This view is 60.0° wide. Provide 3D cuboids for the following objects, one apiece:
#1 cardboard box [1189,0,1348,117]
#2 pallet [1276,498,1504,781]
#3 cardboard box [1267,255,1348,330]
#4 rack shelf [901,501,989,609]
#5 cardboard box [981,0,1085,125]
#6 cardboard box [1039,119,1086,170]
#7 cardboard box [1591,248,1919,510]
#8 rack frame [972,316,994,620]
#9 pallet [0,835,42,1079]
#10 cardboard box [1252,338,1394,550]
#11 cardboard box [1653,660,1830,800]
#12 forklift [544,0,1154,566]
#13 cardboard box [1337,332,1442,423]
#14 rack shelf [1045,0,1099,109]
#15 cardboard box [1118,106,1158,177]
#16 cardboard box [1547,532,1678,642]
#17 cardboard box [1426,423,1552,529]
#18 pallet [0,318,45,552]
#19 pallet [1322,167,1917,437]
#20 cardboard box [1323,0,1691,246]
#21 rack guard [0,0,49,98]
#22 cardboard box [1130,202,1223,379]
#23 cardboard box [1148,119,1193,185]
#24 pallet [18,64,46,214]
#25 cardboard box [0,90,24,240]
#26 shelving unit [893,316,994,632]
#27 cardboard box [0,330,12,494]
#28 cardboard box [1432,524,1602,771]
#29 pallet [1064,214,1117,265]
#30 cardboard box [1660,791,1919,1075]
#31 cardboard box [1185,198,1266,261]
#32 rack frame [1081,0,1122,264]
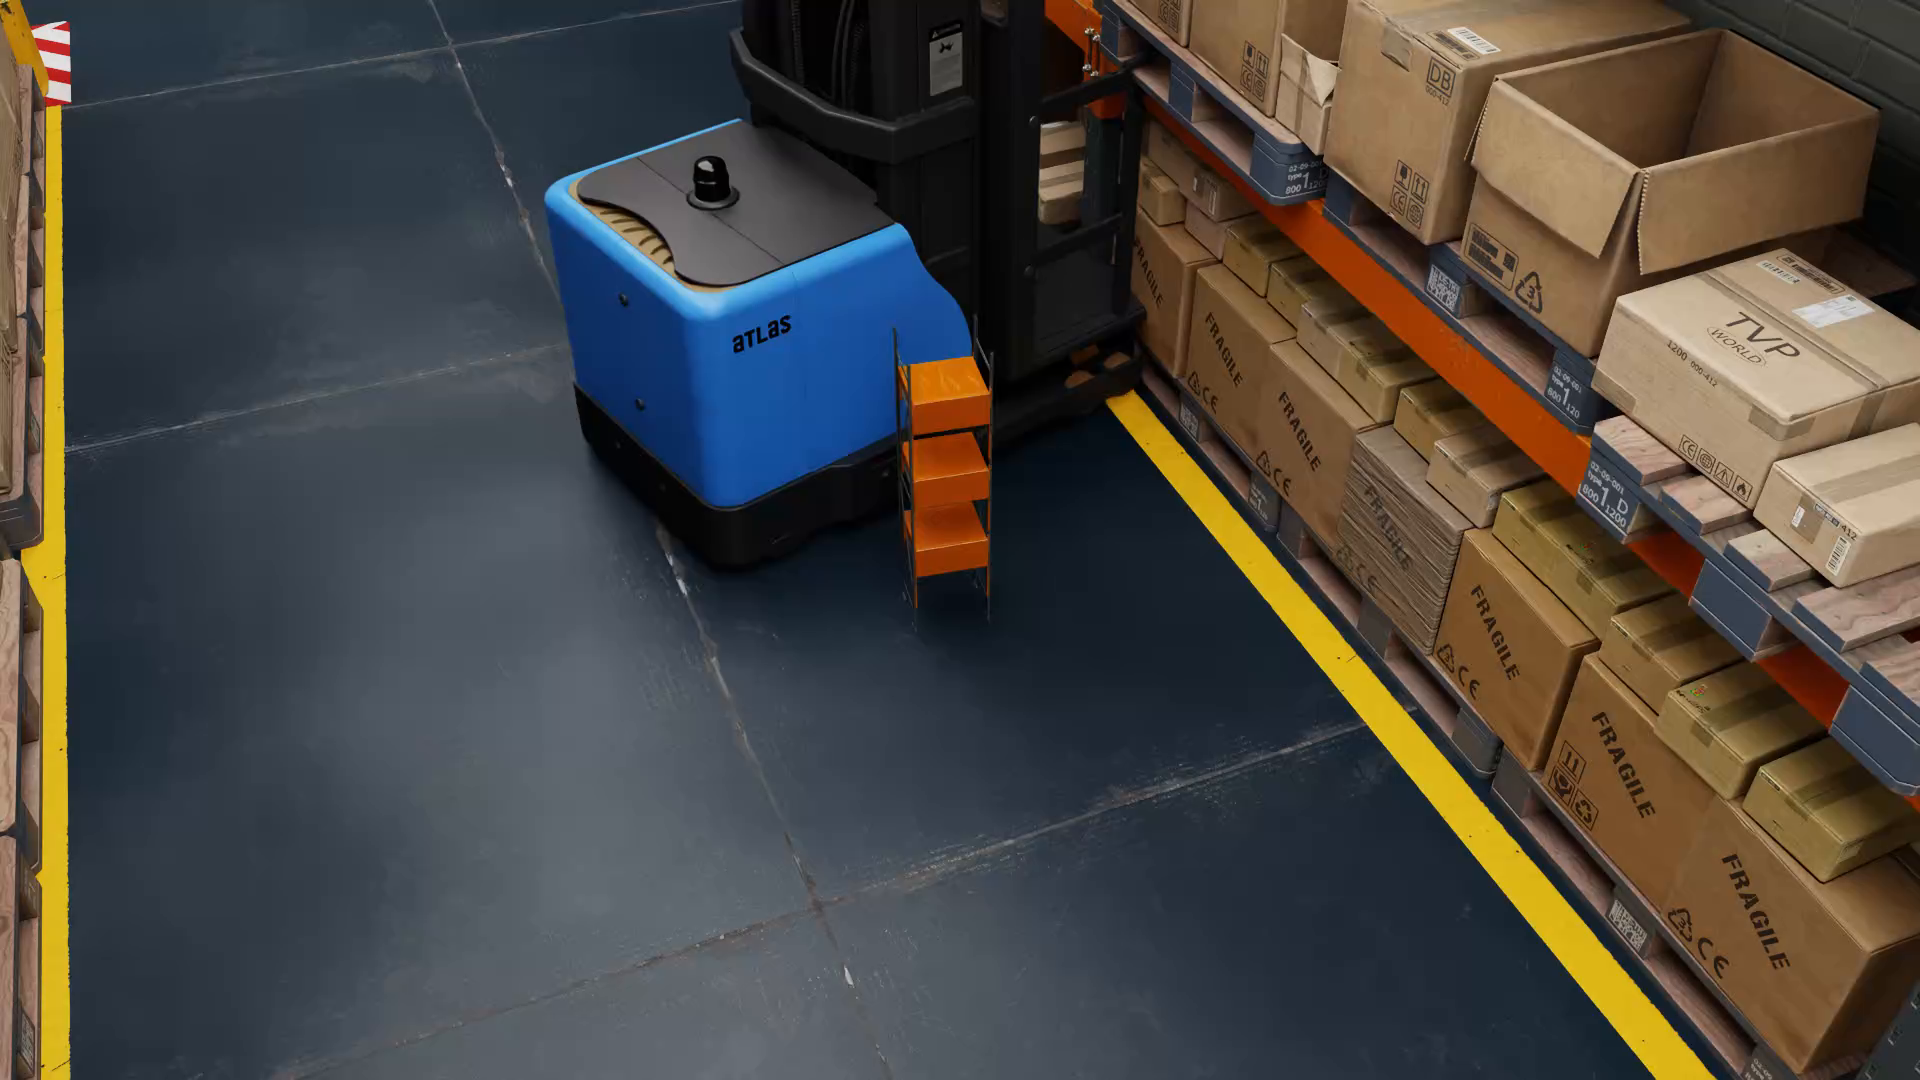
[{"bbox_3d":[1.133,-1.659,4.980,0.700,0.500,0.500,-15,43,-16],"label":"cardboard box"},{"bbox_3d":[1.773,0.153,5.411,1.003,0.211,1.213,-15,43,-17],"label":"pallet"},{"bbox_3d":[1.251,-0.835,5.518,0.380,0.149,0.250,-16,43,-18],"label":"cardboard box"},{"bbox_3d":[-0.049,0.038,5.343,0.240,0.259,0.215,-9,42,-11],"label":"rack shelf"},{"bbox_3d":[0.260,-2.200,7.603,0.700,0.500,0.500,-17,43,-18],"label":"cardboard box"},{"bbox_3d":[0.335,-1.721,7.226,0.396,0.266,0.258,-14,43,-15],"label":"cardboard box"},{"bbox_3d":[1.784,-0.369,3.671,0.500,0.250,0.500,-17,44,-19],"label":"cardboard box"},{"bbox_3d":[0.069,-0.200,5.177,0.008,1.050,0.200,-9,42,-11],"label":"rack frame"},{"bbox_3d":[-2.793,1.359,4.008,1.003,0.211,1.213,-15,43,-17],"label":"pallet"},{"bbox_3d":[1.333,-0.365,5.469,0.500,0.500,0.500,-16,43,-18],"label":"cardboard box"},{"bbox_3d":[1.931,0.440,4.035,0.380,0.149,0.250,-17,44,-19],"label":"cardboard box"},{"bbox_3d":[0.078,-1.827,5.627,3.031,2.935,1.130,-28,48,-28],"label":"forklift"},{"bbox_3d":[1.405,-0.525,5.158,0.380,0.149,0.250,-14,43,-15],"label":"cardboard box"},{"bbox_3d":[0.191,-3.053,7.552,1.077,0.370,4.000,-15,43,-17],"label":"rack shelf"},{"bbox_3d":[0.922,-1.718,7.187,0.500,0.311,0.500,-14,43,-15],"label":"cardboard box"},{"bbox_3d":[1.811,0.100,4.431,0.380,0.149,0.250,-14,43,-16],"label":"cardboard box"},{"bbox_3d":[1.582,-0.209,4.790,0.380,0.149,0.250,-17,44,-19],"label":"cardboard box"},{"bbox_3d":[-3.847,-0.301,5.938,1.003,0.211,1.213,-15,43,-17],"label":"pallet"},{"bbox_3d":[1.738,-0.809,4.538,1.003,0.211,1.213,-15,43,-17],"label":"pallet"},{"bbox_3d":[1.433,-1.186,4.430,0.700,0.500,0.500,-15,43,-17],"label":"cardboard box"},{"bbox_3d":[-5.168,-2.357,8.107,1.175,0.500,0.348,-15,43,-17],"label":"rack guard"},{"bbox_3d":[0.933,-0.985,6.190,0.500,0.500,0.500,-13,42,-15],"label":"cardboard box"},{"bbox_3d":[0.904,-1.424,5.975,0.380,0.149,0.250,-16,43,-18],"label":"cardboard box"},{"bbox_3d":[-4.781,-1.771,7.647,1.003,0.211,1.213,-15,43,-17],"label":"pallet"},{"bbox_3d":[-4.456,-1.556,6.902,0.875,0.438,0.875,-14,43,-16],"label":"cardboard box"},{"bbox_3d":[-0.049,-0.181,5.155,0.252,1.050,0.215,-9,42,-11],"label":"shelving unit"},{"bbox_3d":[-3.770,-0.473,5.643,0.875,0.438,0.875,-16,43,-17],"label":"cardboard box"},{"bbox_3d":[1.742,0.257,4.746,0.500,0.500,0.500,-13,42,-15],"label":"cardboard box"},{"bbox_3d":[0.694,-1.478,7.307,1.003,0.211,1.213,-15,43,-17],"label":"pallet"},{"bbox_3d":[2.126,0.876,4.026,0.500,0.500,0.500,-14,43,-16],"label":"cardboard box"},{"bbox_3d":[1.025,-1.149,5.883,0.380,0.149,0.250,-16,43,-18],"label":"cardboard box"},{"bbox_3d":[0.956,-2.121,5.916,1.000,3.000,0.127,-15,43,-17],"label":"rack frame"}]
